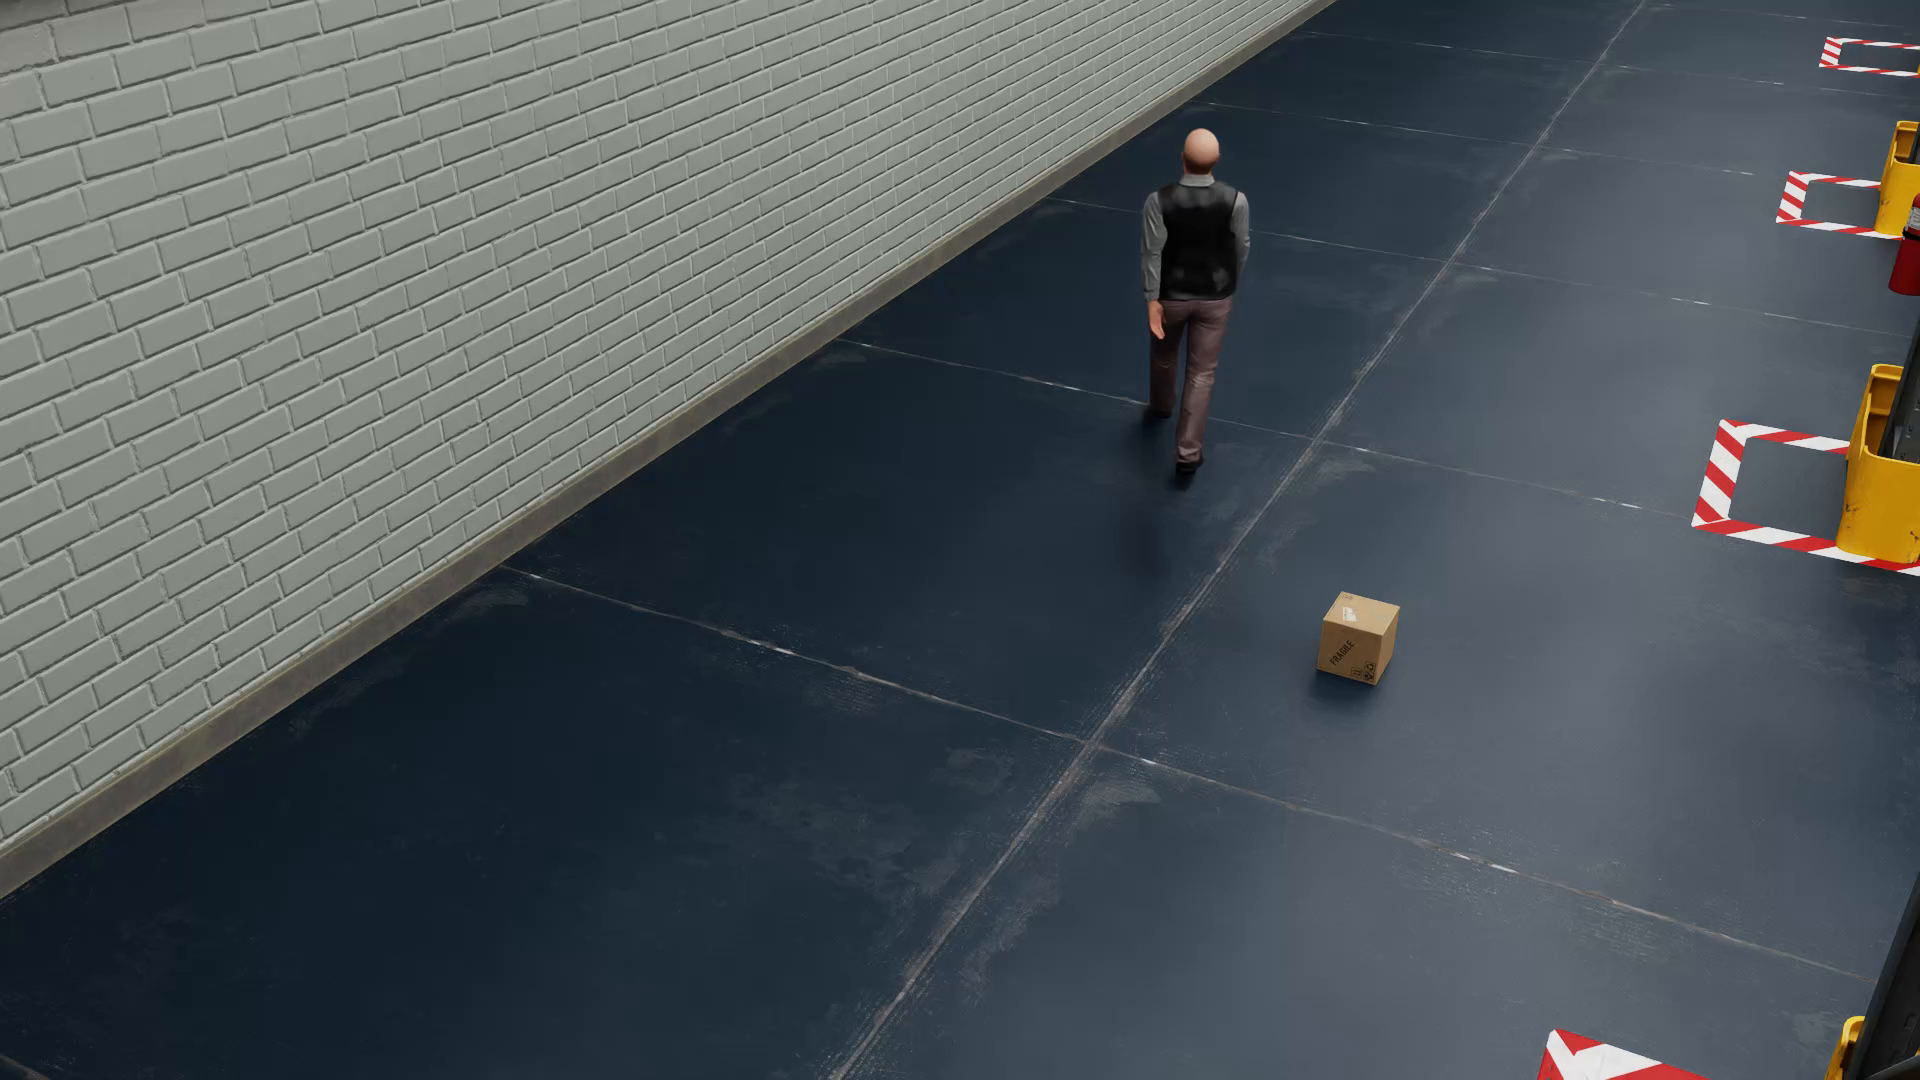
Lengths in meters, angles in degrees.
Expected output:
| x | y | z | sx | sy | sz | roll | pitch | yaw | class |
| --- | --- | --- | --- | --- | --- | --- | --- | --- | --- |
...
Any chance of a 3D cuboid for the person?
| x | y | z | sx | sy | sz | roll | pitch | yaw | class |
| --- | --- | --- | --- | --- | --- | --- | --- | --- | --- |
| 1.164 | -1.254 | 8.337 | 0.533 | 1.667 | 1.040 | 4 | 30 | 8 | person |
